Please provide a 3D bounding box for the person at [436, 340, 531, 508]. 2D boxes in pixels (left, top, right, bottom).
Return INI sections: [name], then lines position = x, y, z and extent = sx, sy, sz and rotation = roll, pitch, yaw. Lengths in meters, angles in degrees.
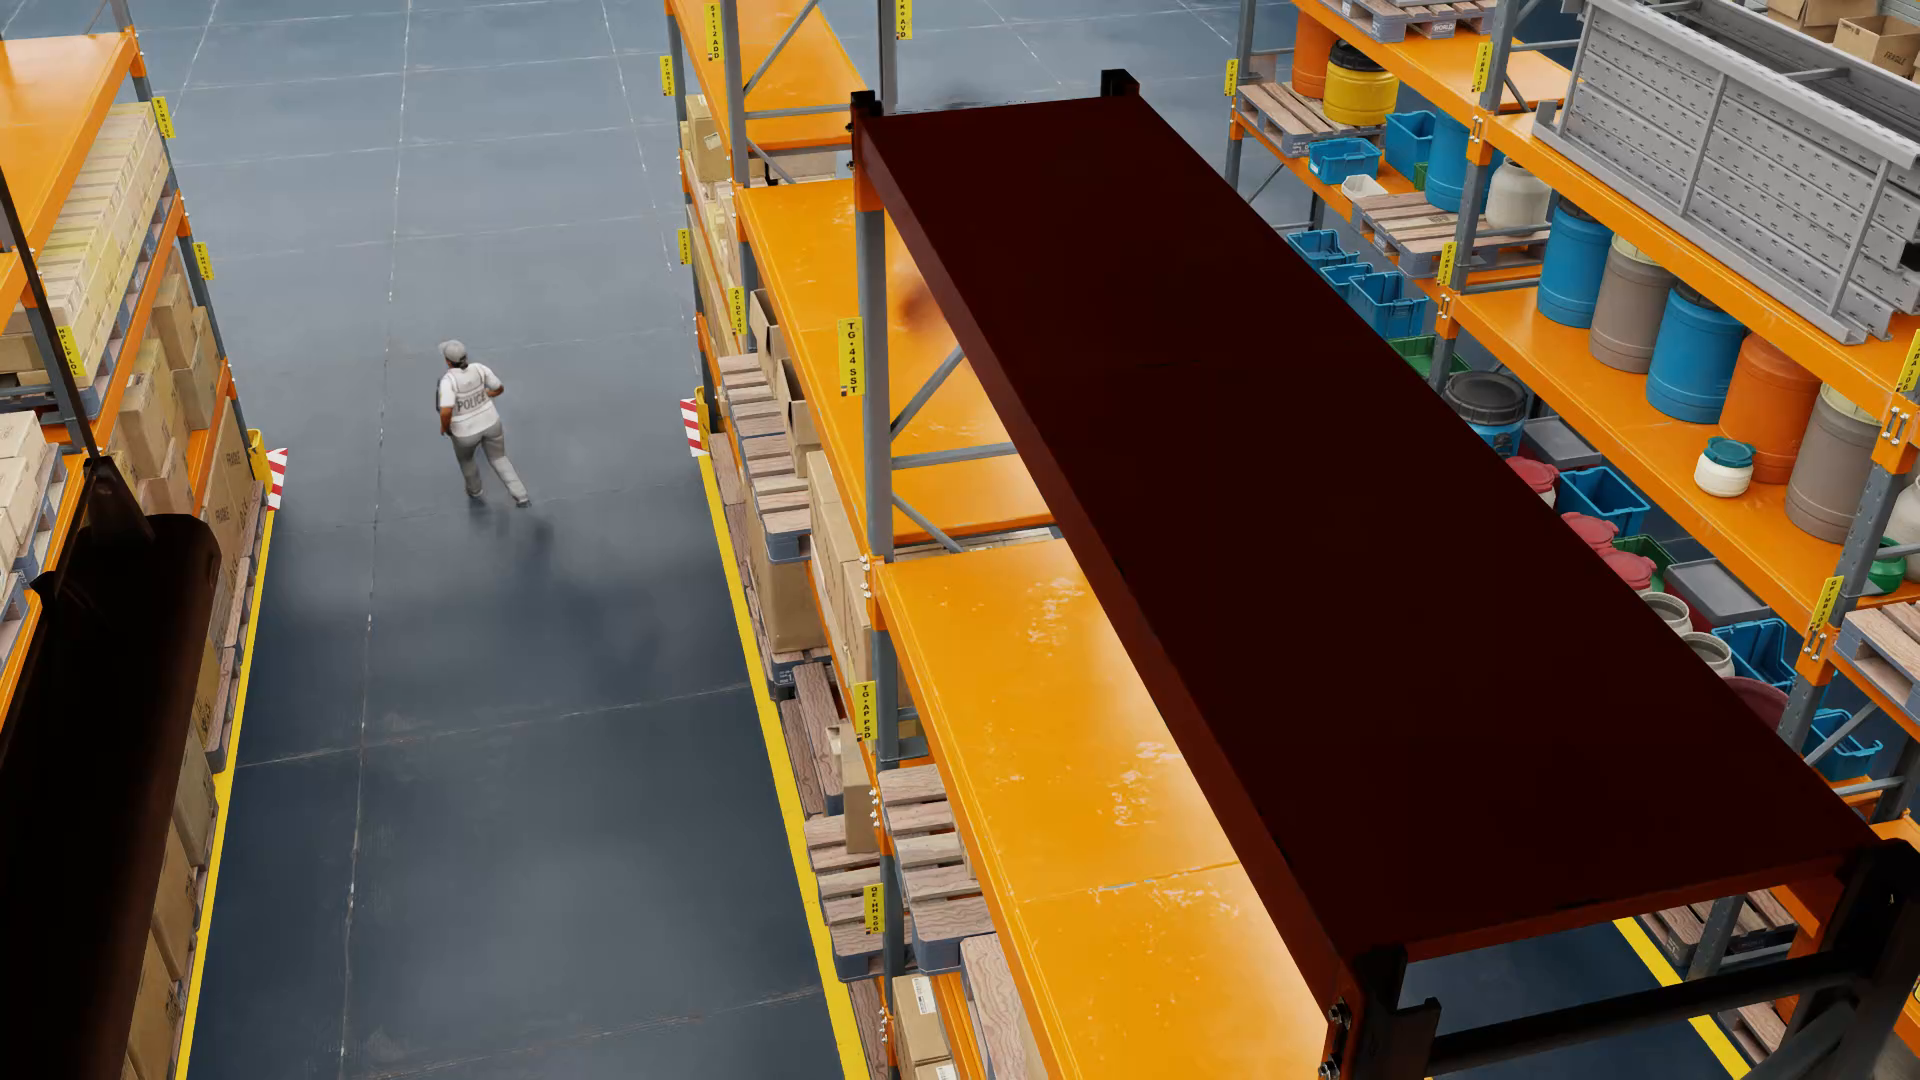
[person]
position = -4.095, -0.942, 14.004
extent = 0.623, 1.659, 0.959
rotation = -26, 42, -33
